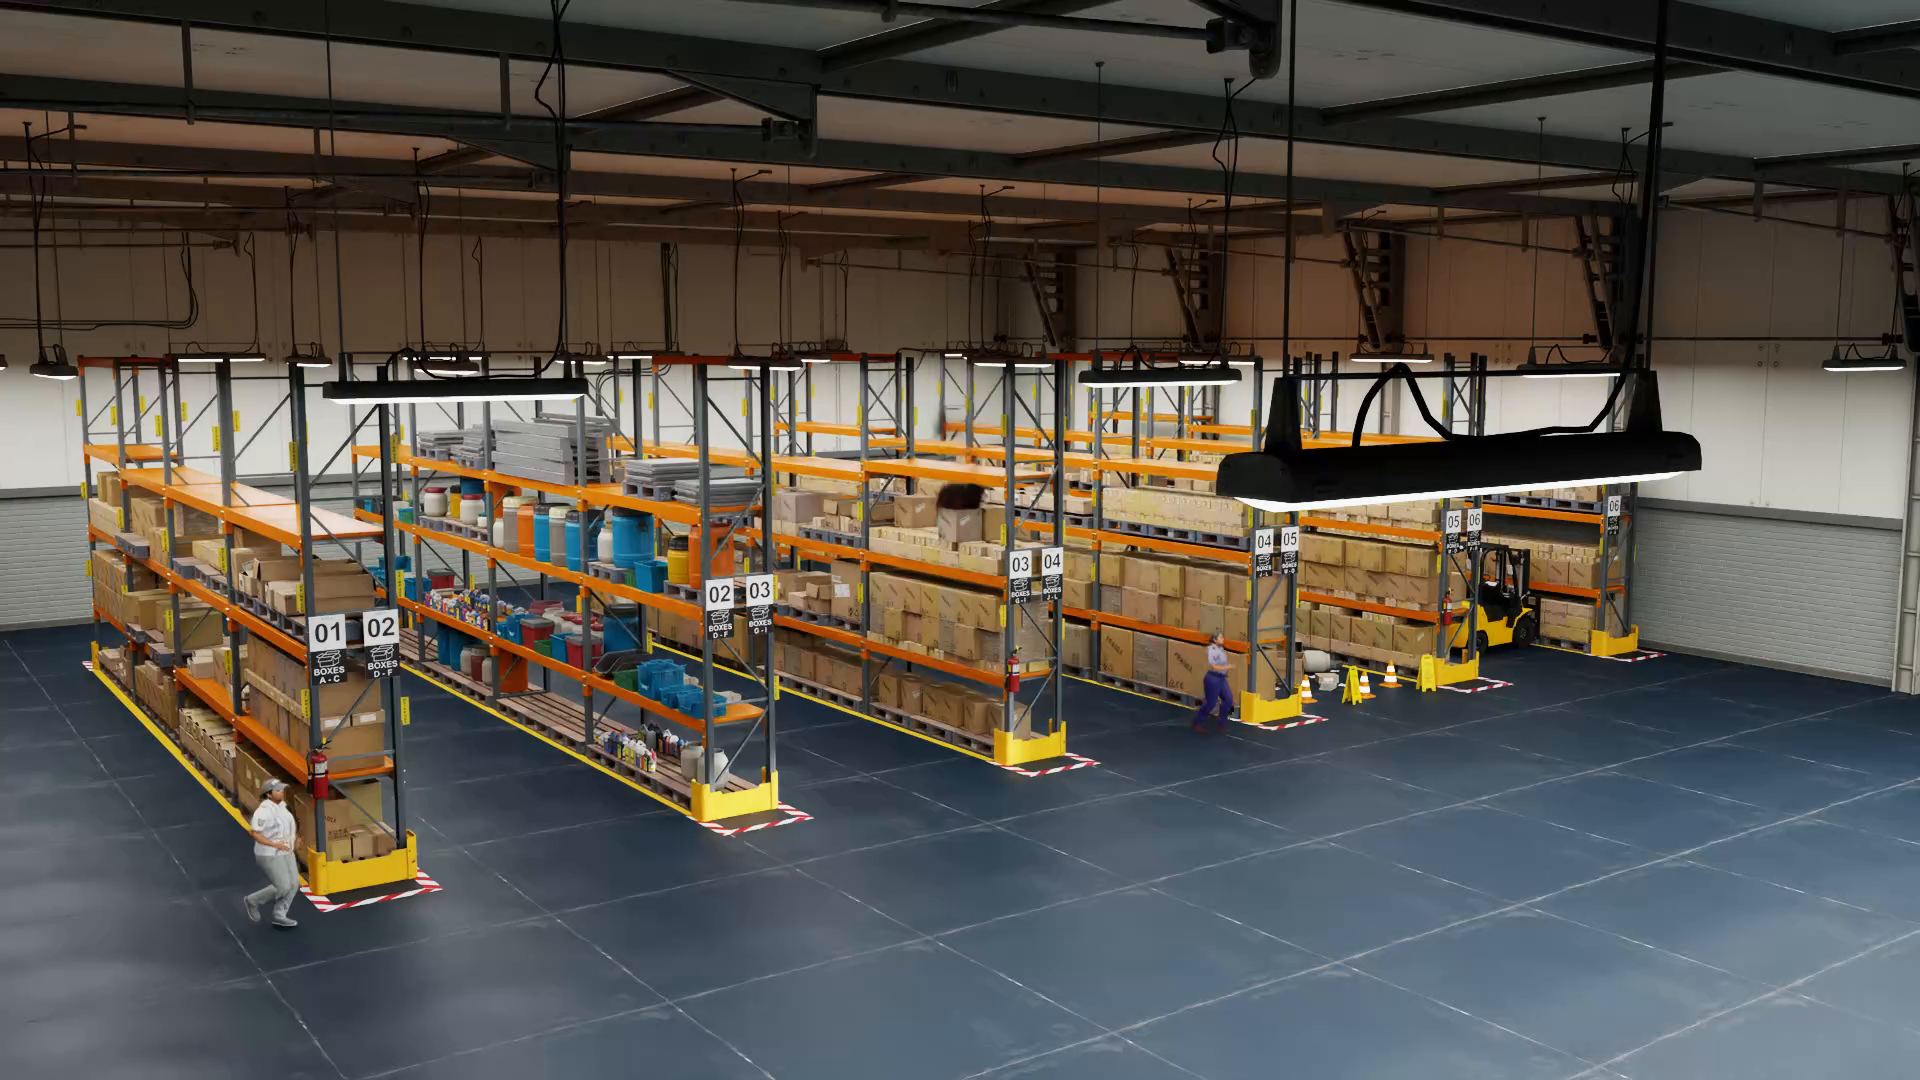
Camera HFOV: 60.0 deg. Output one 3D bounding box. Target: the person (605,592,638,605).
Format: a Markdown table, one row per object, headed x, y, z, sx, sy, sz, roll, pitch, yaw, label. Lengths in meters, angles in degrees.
| x | y | z | sx | sy | sz | roll | pitch | yaw | label |
| --- | --- | --- | --- | --- | --- | --- | --- | --- | --- |
| -6.659 | 1.460 | 33.028 | 0.664 | 1.786 | 0.945 | -4 | 8 | -32 | person |

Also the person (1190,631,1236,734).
| x | y | z | sx | sy | sz | roll | pitch | yaw | label |
| --- | --- | --- | --- | --- | --- | --- | --- | --- | --- |
| 4.066 | 2.309 | 26.633 | 0.715 | 1.723 | 0.647 | 3 | 7 | 22 | person |

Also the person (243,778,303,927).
| x | y | z | sx | sy | sz | roll | pitch | yaw | label |
| --- | --- | --- | --- | --- | --- | --- | --- | --- | --- |
| -7.409 | 3.363 | 17.916 | 0.561 | 1.622 | 0.595 | 1 | 7 | 5 | person |

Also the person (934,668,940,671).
| x | y | z | sx | sy | sz | roll | pitch | yaw | label |
| --- | --- | --- | --- | --- | --- | --- | --- | --- | --- |
| -0.568 | 1.587 | 32.050 | 0.704 | 1.772 | 0.836 | -4 | 8 | -31 | person |
